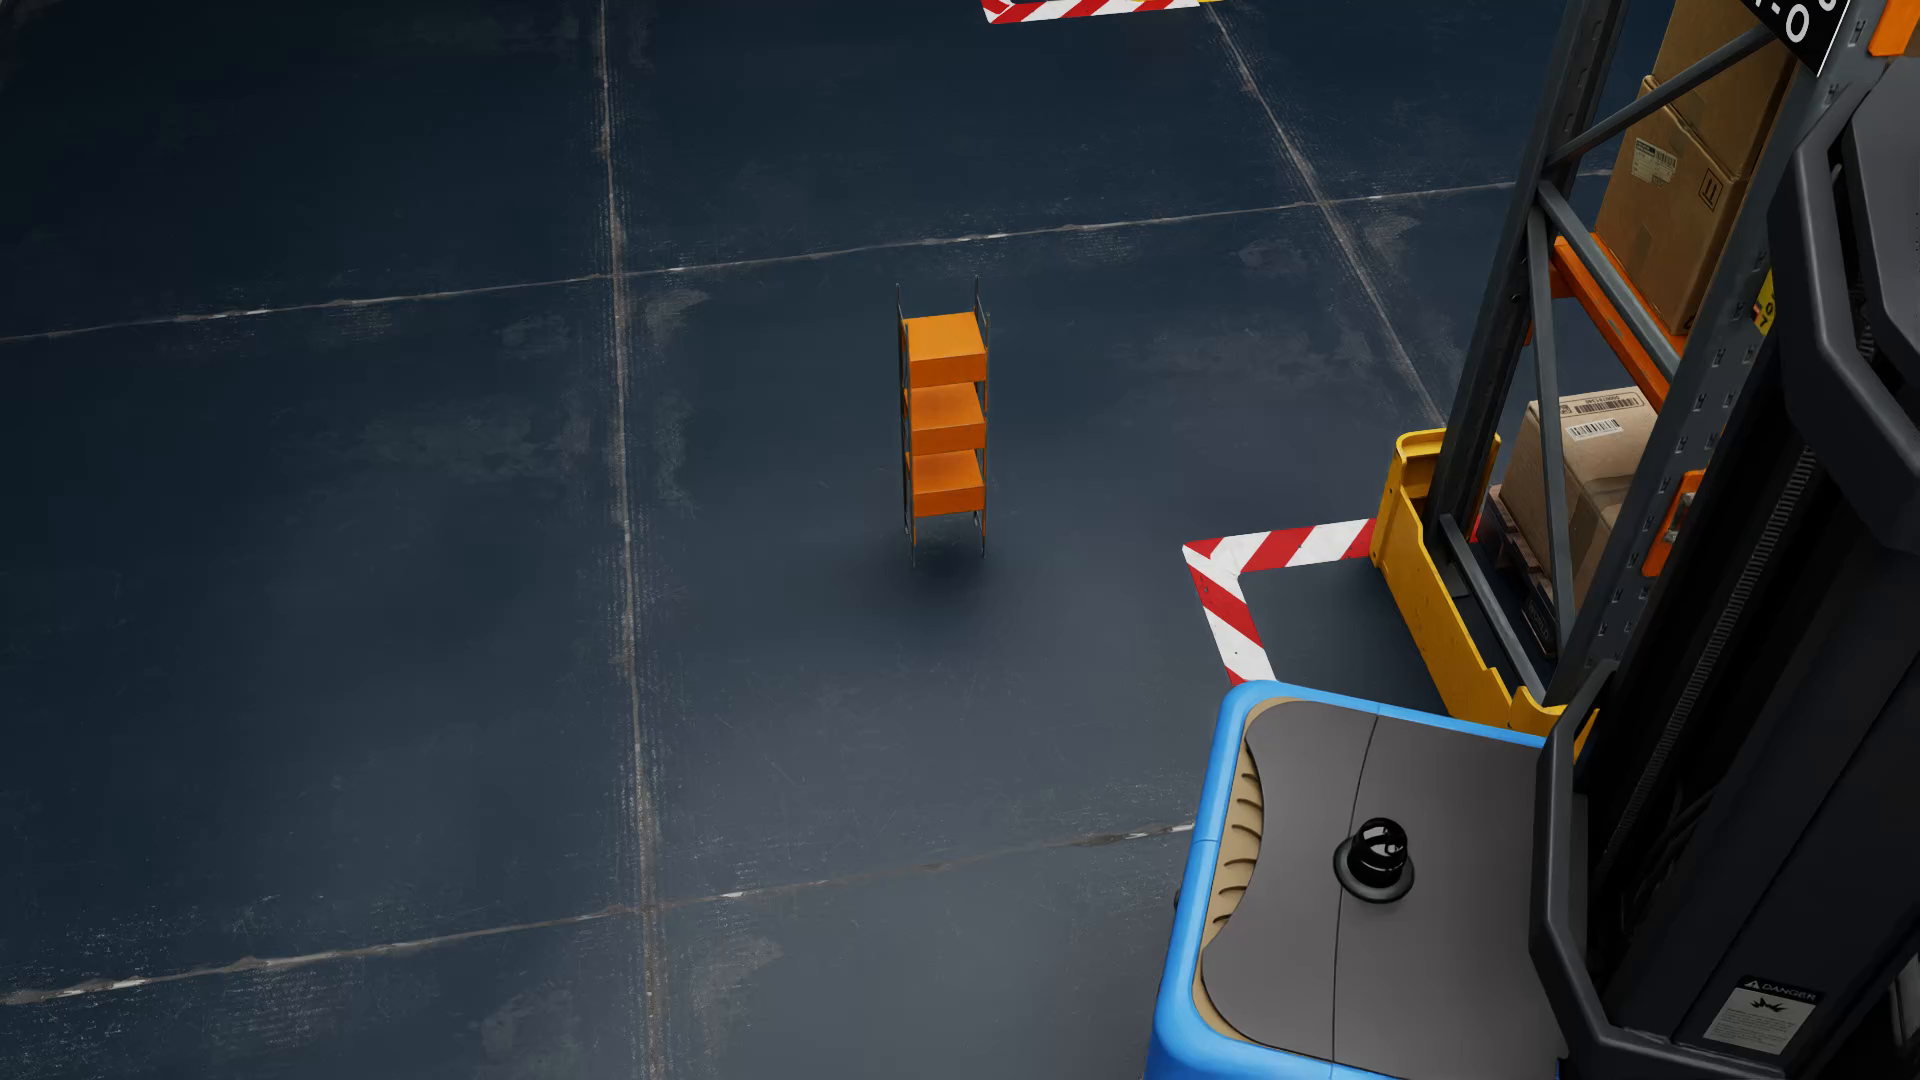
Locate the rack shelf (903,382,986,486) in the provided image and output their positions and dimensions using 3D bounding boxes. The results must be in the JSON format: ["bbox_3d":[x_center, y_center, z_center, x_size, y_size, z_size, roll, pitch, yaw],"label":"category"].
[{"bbox_3d":[-0.053,-0.350,5.373,0.240,0.259,0.215,-7,46,-7],"label":"rack shelf"}]

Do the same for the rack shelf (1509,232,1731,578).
[{"bbox_3d":[3.657,-0.639,4.782,4.000,0.370,1.077,-7,46,-7],"label":"rack shelf"}]

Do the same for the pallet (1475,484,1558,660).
[{"bbox_3d":[2.461,0.171,5.439,1.213,0.211,1.003,-7,46,-7],"label":"pallet"}]

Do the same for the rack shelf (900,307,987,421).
[{"bbox_3d":[-0.053,-0.547,5.169,0.240,0.259,0.215,-7,46,-7],"label":"rack shelf"}]

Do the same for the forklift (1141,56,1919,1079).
[{"bbox_3d":[1.956,0.665,3.074,3.031,2.935,1.130,11,47,11],"label":"forklift"}]

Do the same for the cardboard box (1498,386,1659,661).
[{"bbox_3d":[2.319,-0.052,5.204,0.875,0.438,0.875,-9,47,-8],"label":"cardboard box"}]

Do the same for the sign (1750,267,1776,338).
[{"bbox_3d":[1.775,-0.576,3.566,0.005,0.325,0.100,-7,46,-7],"label":"sign"}]

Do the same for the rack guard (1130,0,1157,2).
[{"bbox_3d":[0.911,-3.307,8.589,0.348,0.500,1.175,-7,46,-7],"label":"rack guard"}]

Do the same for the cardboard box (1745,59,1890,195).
[{"bbox_3d":[2.208,-0.881,3.752,0.500,0.500,0.500,-8,47,-8],"label":"cardboard box"}]

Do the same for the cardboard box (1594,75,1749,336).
[{"bbox_3d":[2.116,-0.925,4.488,0.500,0.500,0.500,-7,46,-7],"label":"cardboard box"}]

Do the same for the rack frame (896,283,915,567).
[{"bbox_3d":[-0.173,-0.343,5.351,0.008,1.050,0.200,-7,46,-7],"label":"rack frame"}]

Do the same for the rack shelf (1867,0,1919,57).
[{"bbox_3d":[3.657,-1.680,3.702,4.000,0.370,1.077,-7,46,-7],"label":"rack shelf"}]

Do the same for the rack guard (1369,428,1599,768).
[{"bbox_3d":[1.662,0.227,5.184,0.348,0.500,1.175,-7,46,-7],"label":"rack guard"}]

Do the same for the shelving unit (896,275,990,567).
[{"bbox_3d":[-0.053,-0.358,5.366,0.252,1.050,0.215,-7,46,-7],"label":"shelving unit"}]

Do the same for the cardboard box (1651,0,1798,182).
[{"bbox_3d":[2.120,-1.253,4.110,0.500,0.500,0.500,-6,46,-5],"label":"cardboard box"}]

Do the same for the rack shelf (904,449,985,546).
[{"bbox_3d":[-0.053,-0.158,5.573,0.240,0.259,0.215,-7,46,-7],"label":"rack shelf"}]

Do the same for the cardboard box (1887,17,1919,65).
[{"bbox_3d":[2.083,-1.097,3.509,0.250,0.149,0.380,-6,46,-6],"label":"cardboard box"}]

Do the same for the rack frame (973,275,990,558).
[{"bbox_3d":[0.067,-0.373,5.380,0.008,1.050,0.200,-7,46,-7],"label":"rack frame"}]

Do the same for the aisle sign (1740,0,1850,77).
[{"bbox_3d":[1.665,-1.330,3.143,0.004,0.787,0.394,-7,46,-7],"label":"aisle sign"}]

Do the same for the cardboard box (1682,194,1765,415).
[{"bbox_3d":[2.208,-0.533,4.111,0.500,0.500,0.500,-7,47,-7],"label":"cardboard box"}]

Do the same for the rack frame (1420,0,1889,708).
[{"bbox_3d":[1.686,-0.643,4.286,0.127,3.000,1.000,-7,46,-7],"label":"rack frame"}]
